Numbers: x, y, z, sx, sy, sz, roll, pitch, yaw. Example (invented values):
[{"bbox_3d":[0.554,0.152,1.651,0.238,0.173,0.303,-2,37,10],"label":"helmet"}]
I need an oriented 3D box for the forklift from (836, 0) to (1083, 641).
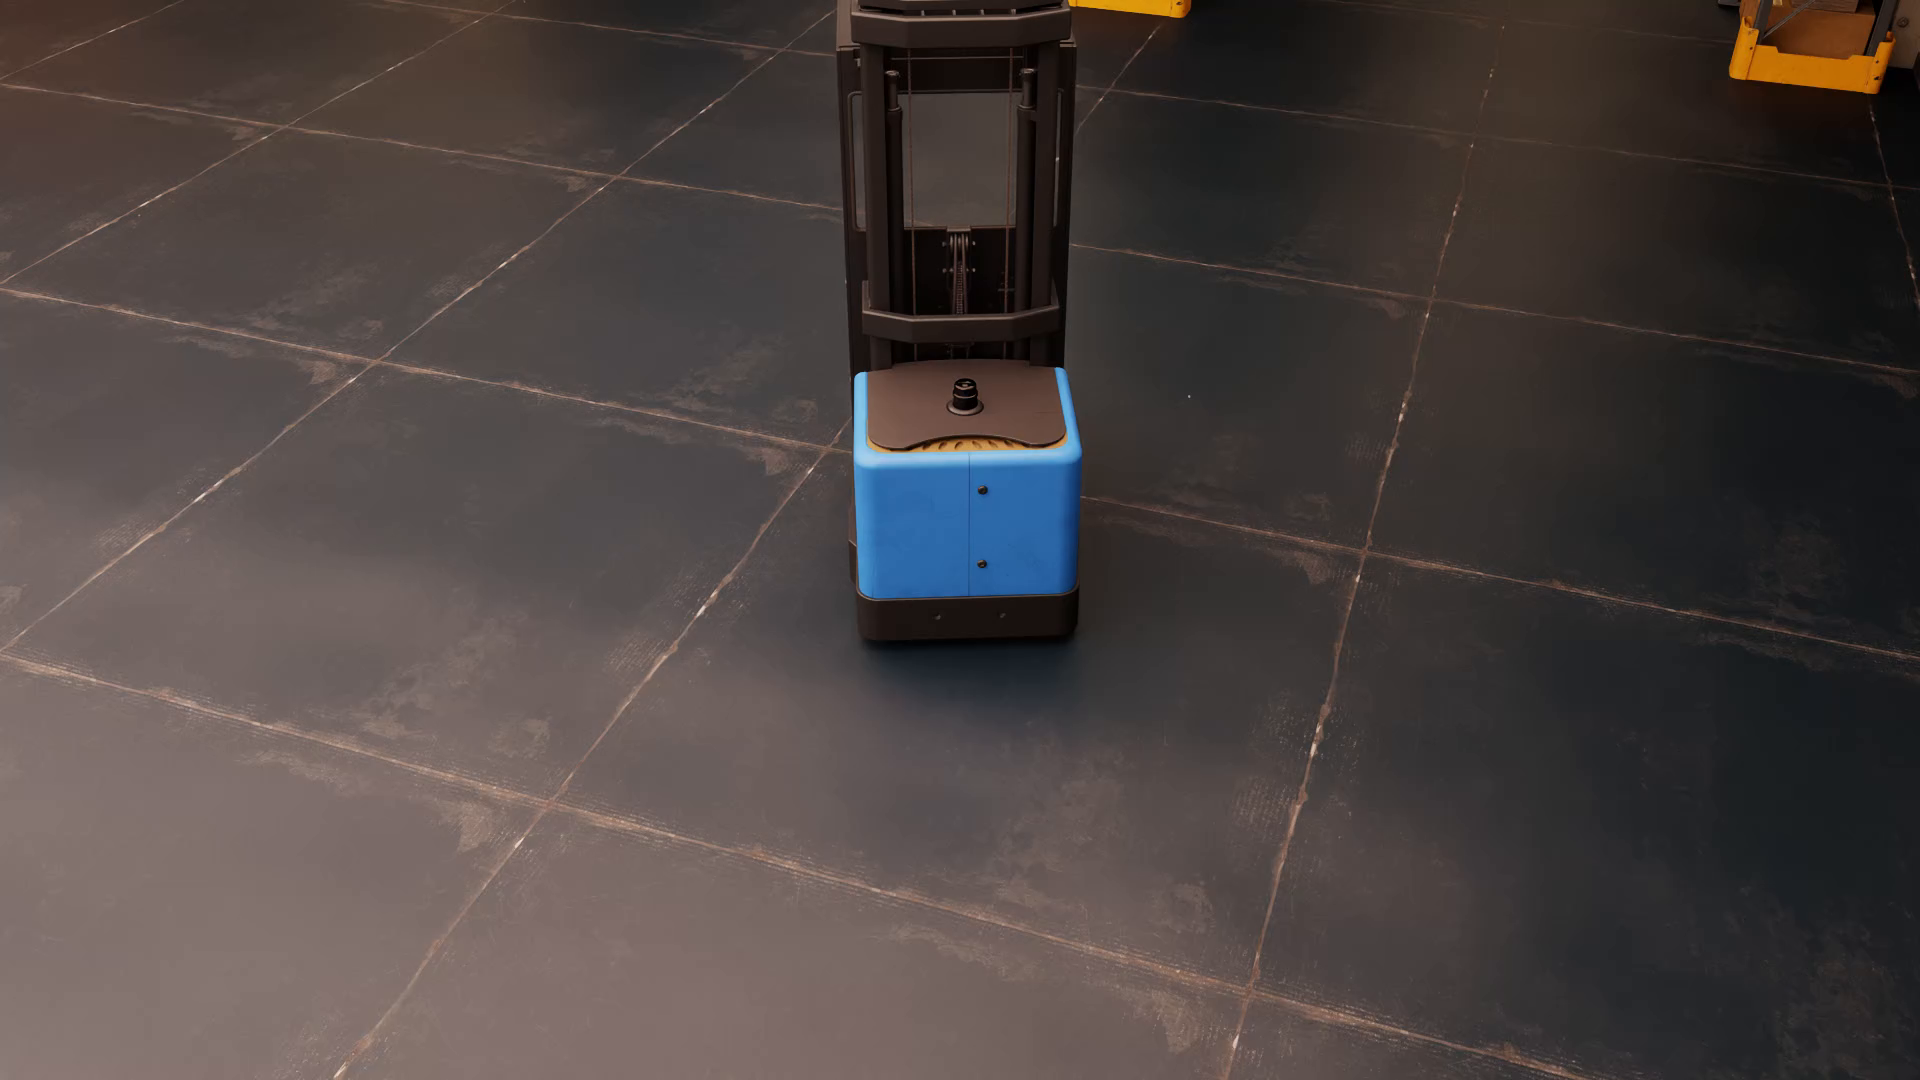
[{"bbox_3d":[-0.029,-1.547,8.293,1.130,2.935,3.031,-2,35,-2],"label":"forklift"}]
